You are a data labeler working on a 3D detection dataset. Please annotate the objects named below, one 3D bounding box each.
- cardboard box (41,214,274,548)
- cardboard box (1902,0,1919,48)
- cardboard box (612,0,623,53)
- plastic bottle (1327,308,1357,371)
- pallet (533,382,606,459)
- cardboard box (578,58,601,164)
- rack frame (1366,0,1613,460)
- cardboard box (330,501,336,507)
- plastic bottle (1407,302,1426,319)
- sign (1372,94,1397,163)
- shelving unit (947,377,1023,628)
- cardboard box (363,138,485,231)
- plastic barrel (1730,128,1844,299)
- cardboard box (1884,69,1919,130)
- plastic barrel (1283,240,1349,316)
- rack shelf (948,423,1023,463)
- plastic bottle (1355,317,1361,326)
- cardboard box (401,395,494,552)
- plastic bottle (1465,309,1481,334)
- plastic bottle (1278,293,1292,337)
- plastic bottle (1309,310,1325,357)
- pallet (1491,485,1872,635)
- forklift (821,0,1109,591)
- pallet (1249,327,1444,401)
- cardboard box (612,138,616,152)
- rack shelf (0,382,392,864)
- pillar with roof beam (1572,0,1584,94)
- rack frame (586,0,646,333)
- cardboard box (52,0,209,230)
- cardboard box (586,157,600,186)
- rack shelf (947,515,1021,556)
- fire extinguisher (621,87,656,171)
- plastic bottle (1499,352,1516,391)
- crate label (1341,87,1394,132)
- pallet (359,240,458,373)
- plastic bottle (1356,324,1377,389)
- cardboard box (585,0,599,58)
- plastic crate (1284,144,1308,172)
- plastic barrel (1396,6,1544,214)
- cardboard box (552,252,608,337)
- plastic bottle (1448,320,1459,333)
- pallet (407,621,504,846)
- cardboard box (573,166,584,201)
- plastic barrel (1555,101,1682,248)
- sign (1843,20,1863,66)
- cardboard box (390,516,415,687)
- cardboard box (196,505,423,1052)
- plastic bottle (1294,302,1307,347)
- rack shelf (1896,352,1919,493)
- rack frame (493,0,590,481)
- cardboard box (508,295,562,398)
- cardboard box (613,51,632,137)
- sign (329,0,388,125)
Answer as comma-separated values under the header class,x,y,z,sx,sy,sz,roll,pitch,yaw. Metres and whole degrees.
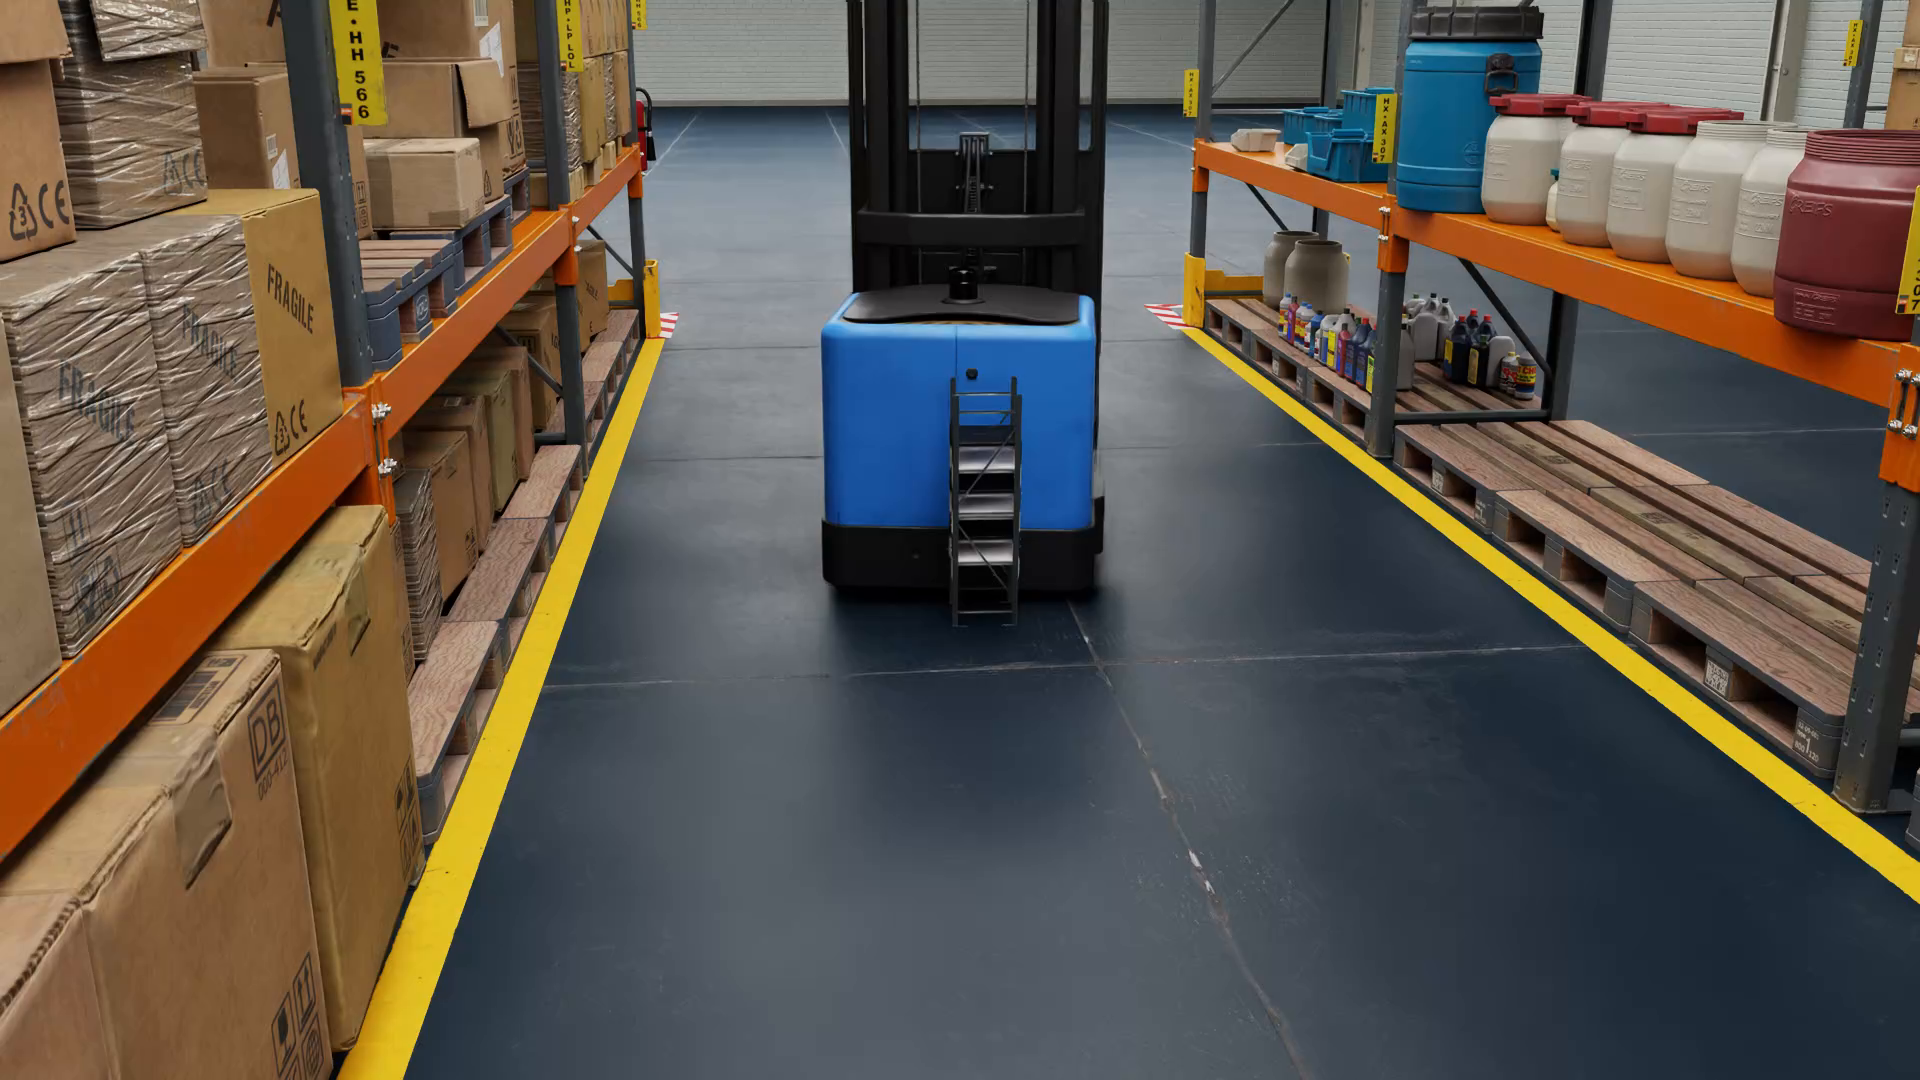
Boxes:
class,x,y,z,sx,sy,sz,roll,pitch,yaw
cardboard box,-1.565,-0.290,2.926,0.500,0.500,0.500,-2,18,-6
cardboard box,7.162,-3.730,11.718,0.700,0.500,0.500,-2,18,-5
cardboard box,-2.373,-3.276,10.270,0.500,0.500,0.500,-2,18,-6
plastic bottle,2.200,-1.158,9.545,0.144,0.351,0.185,-2,18,-6
pallet,-2.425,-0.591,8.707,1.003,0.211,1.213,-2,18,-6
cardboard box,-2.322,-2.198,8.507,0.875,0.500,0.500,-2,18,-6
rack frame,2.606,-1.875,8.142,1.000,3.000,0.127,-2,18,-6
cardboard box,-2.007,-0.104,4.688,0.500,0.250,0.500,-1,17,-3
plastic bottle,2.832,-1.326,10.207,0.152,0.276,0.135,-2,18,-7
sign,2.058,-1.994,8.057,0.100,0.325,0.005,-2,18,-6
shelving unit,0.088,-0.132,6.065,0.258,0.900,0.210,-1,23,-3
cardboard box,-1.852,-1.166,5.432,0.500,0.250,0.500,-2,18,-7
plastic barrel,2.700,-1.037,5.285,0.421,0.512,0.421,0,17,0
cardboard box,7.157,-3.127,11.963,0.700,0.500,0.500,-2,18,-6
plastic barrel,2.389,-1.737,11.155,0.421,0.512,0.421,0,17,0
rack shelf,0.089,-0.349,5.971,0.258,0.077,0.200,-1,23,-3
plastic bottle,2.299,-1.136,9.589,0.061,0.283,0.133,-2,18,-6
cardboard box,-2.190,-0.247,6.393,0.700,0.500,0.500,-3,18,-10
plastic bottle,2.916,-1.131,9.459,0.144,0.351,0.185,-3,18,-8
plastic bottle,2.071,-1.425,10.530,0.097,0.271,0.097,0,17,0
plastic bottle,2.137,-1.233,9.917,0.097,0.271,0.097,0,17,0
pallet,2.855,0.052,6.658,1.003,0.211,1.213,-2,18,-6
forklift,0.093,-1.597,7.371,1.130,2.935,3.031,1,17,4
pallet,2.450,-1.111,10.362,1.003,0.211,1.213,-2,18,-6
cardboard box,-2.385,-2.493,10.530,0.380,0.149,0.250,-2,18,-6
rack shelf,-1.701,0.409,2.069,1.077,0.370,4.000,-2,18,-6
pillar with roof beam,6.842,-11.283,28.094,9.100,9.000,0.400,-2,18,-6
rack frame,-2.733,-2.914,11.451,1.000,3.000,0.127,-2,18,-6
cardboard box,-1.848,-0.838,2.998,0.797,0.503,0.637,-1,17,-4
cardboard box,-2.129,-1.974,8.877,0.380,0.149,0.250,-2,18,-6
rack shelf,0.087,-0.019,6.114,0.258,0.077,0.200,-1,23,-3
fire extinguisher,-2.286,-2.925,11.617,0.296,0.674,0.183,-2,18,-6
plastic bottle,2.989,-0.919,9.034,0.097,0.201,0.097,0,17,0
crate label,2.653,-2.544,10.213,0.502,0.435,0.616,-2,18,-6
pallet,-2.087,-0.648,4.554,1.213,0.211,1.003,-2,18,-6
plastic bottle,2.253,-1.004,9.056,0.144,0.351,0.185,-2,18,-7
cardboard box,-2.218,-2.829,8.847,0.500,0.500,0.500,-2,18,-6
plastic crate,2.187,-2.225,9.698,0.530,0.136,0.437,-2,18,-6
plastic barrel,2.345,-1.990,7.671,0.600,0.901,0.708,-2,18,-6
cardboard box,-2.589,-1.558,10.604,0.500,0.500,0.500,3,18,9
plastic bottle,2.864,-1.136,9.607,0.097,0.271,0.097,0,17,0
pallet,-1.987,0.567,5.018,1.003,0.211,1.213,-2,18,-6
cardboard box,-2.056,-1.751,8.165,0.380,0.149,0.250,-2,18,-6
plastic barrel,2.563,-1.430,6.496,0.433,0.535,0.433,0,17,0
sign,6.568,-3.654,12.232,0.100,0.325,0.005,-2,18,-6
cardboard box,-1.997,0.253,4.801,0.700,0.500,0.500,-3,18,-9
cardboard box,-1.857,0.489,3.457,1.225,0.875,0.875,-3,18,-8
plastic bottle,2.106,-1.323,10.205,0.097,0.271,0.097,0,17,0
rack shelf,3.225,0.256,2.556,1.077,0.370,4.000,-2,18,-6
rack frame,-2.320,-1.722,7.655,1.000,3.000,0.127,-2,18,-6
cardboard box,-2.388,-1.021,8.893,0.500,0.500,0.500,4,18,12
cardboard box,-2.532,-2.794,10.404,0.875,0.500,0.500,-2,18,-6
sign,-1.356,-1.101,3.743,0.100,0.325,0.005,-2,18,-6
